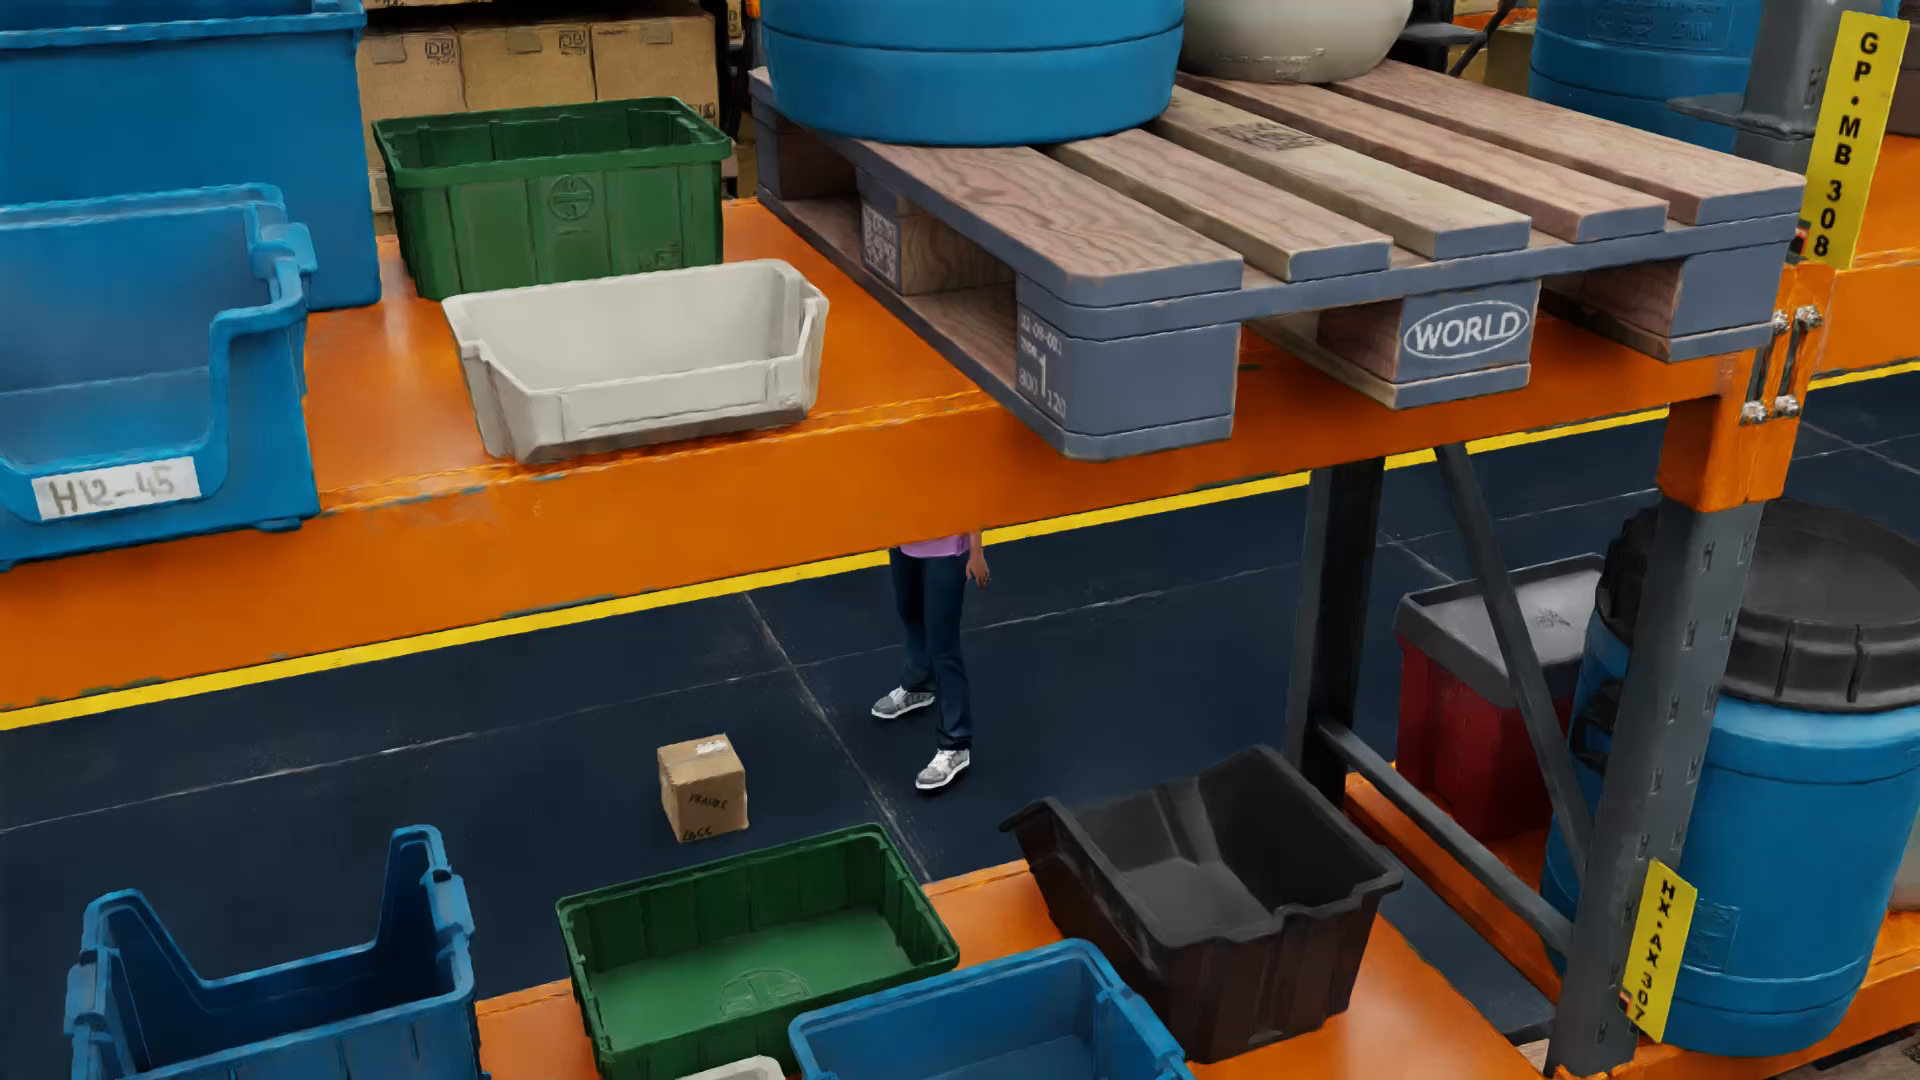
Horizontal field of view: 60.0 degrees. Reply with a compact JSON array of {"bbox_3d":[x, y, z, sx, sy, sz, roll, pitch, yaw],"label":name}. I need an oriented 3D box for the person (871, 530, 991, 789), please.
[{"bbox_3d":[-0.130,0.068,5.969,0.448,1.574,0.623,-18,31,-31],"label":"person"}]
